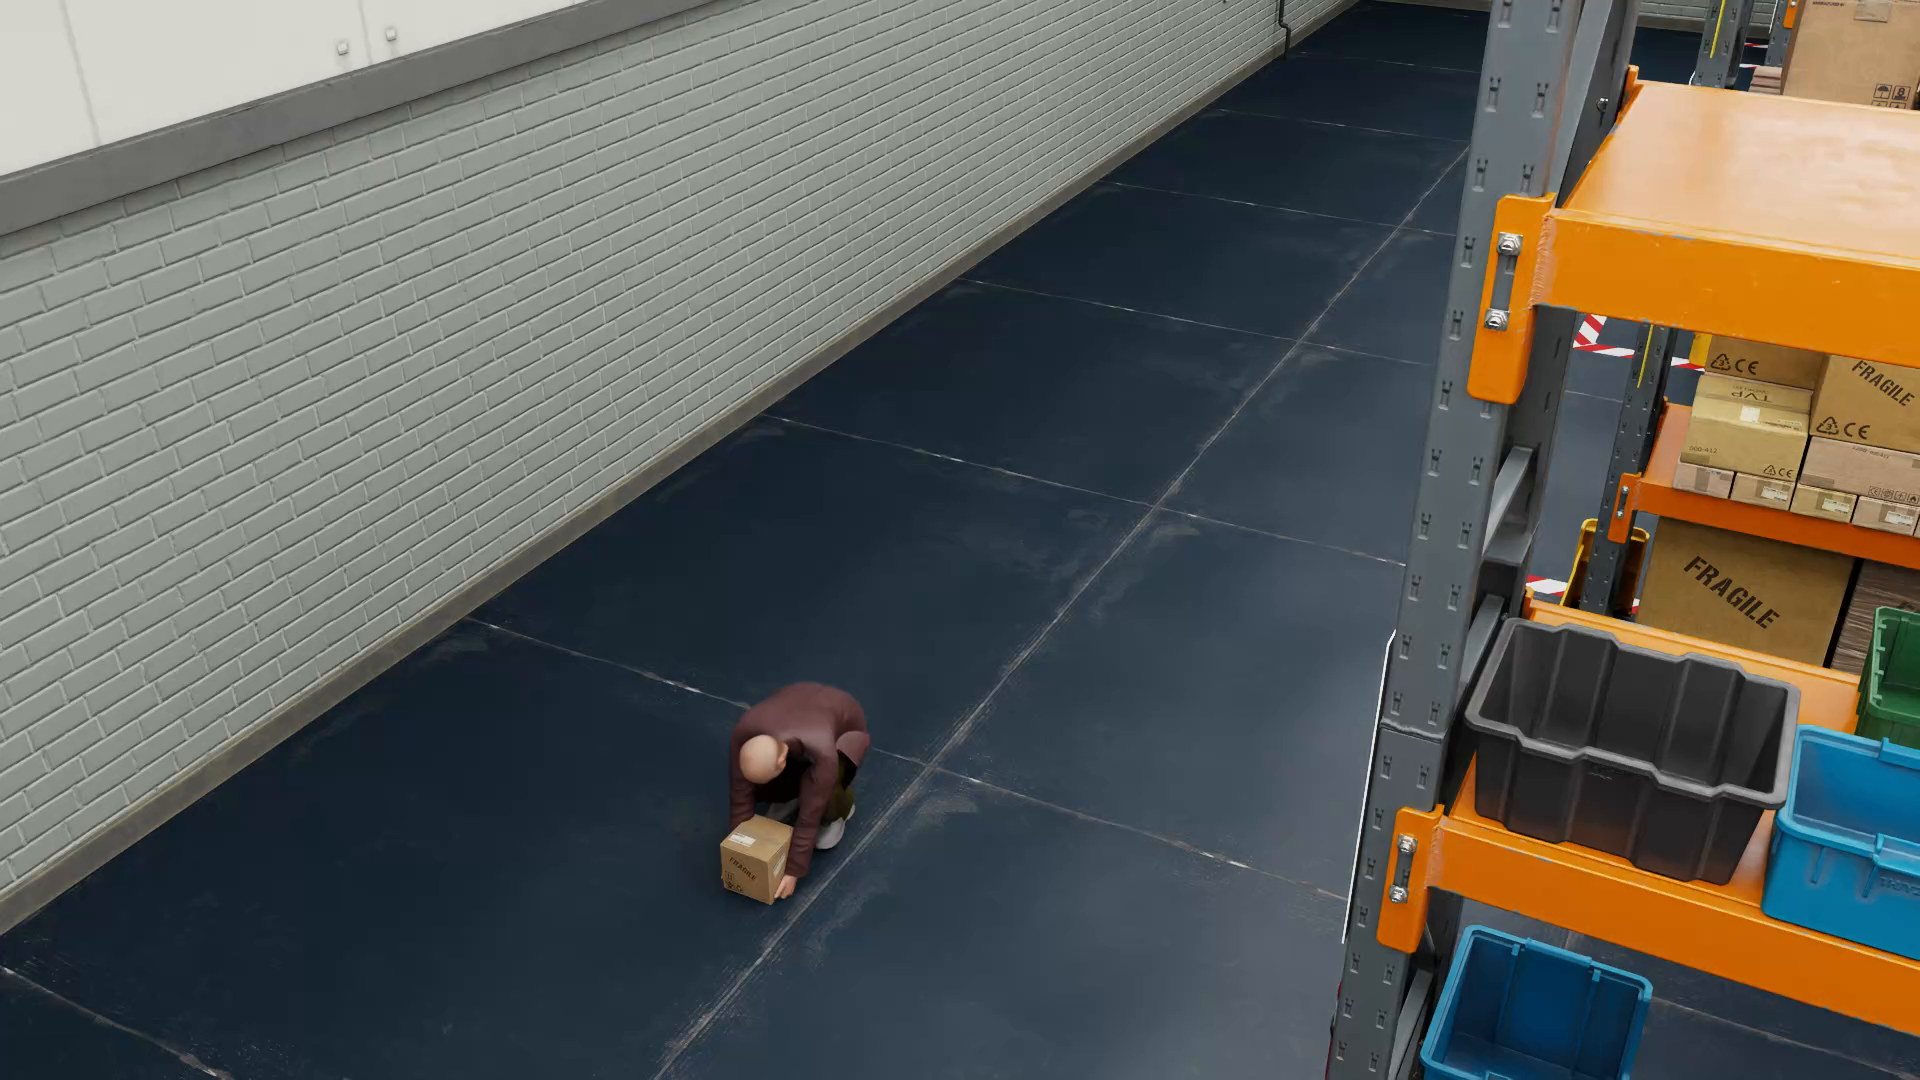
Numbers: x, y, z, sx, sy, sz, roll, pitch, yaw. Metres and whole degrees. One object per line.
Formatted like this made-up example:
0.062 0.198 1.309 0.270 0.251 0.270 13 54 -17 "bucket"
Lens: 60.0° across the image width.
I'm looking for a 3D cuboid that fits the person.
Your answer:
-0.706 0.572 7.332 0.529 1.760 0.589 14 32 22 "person"
